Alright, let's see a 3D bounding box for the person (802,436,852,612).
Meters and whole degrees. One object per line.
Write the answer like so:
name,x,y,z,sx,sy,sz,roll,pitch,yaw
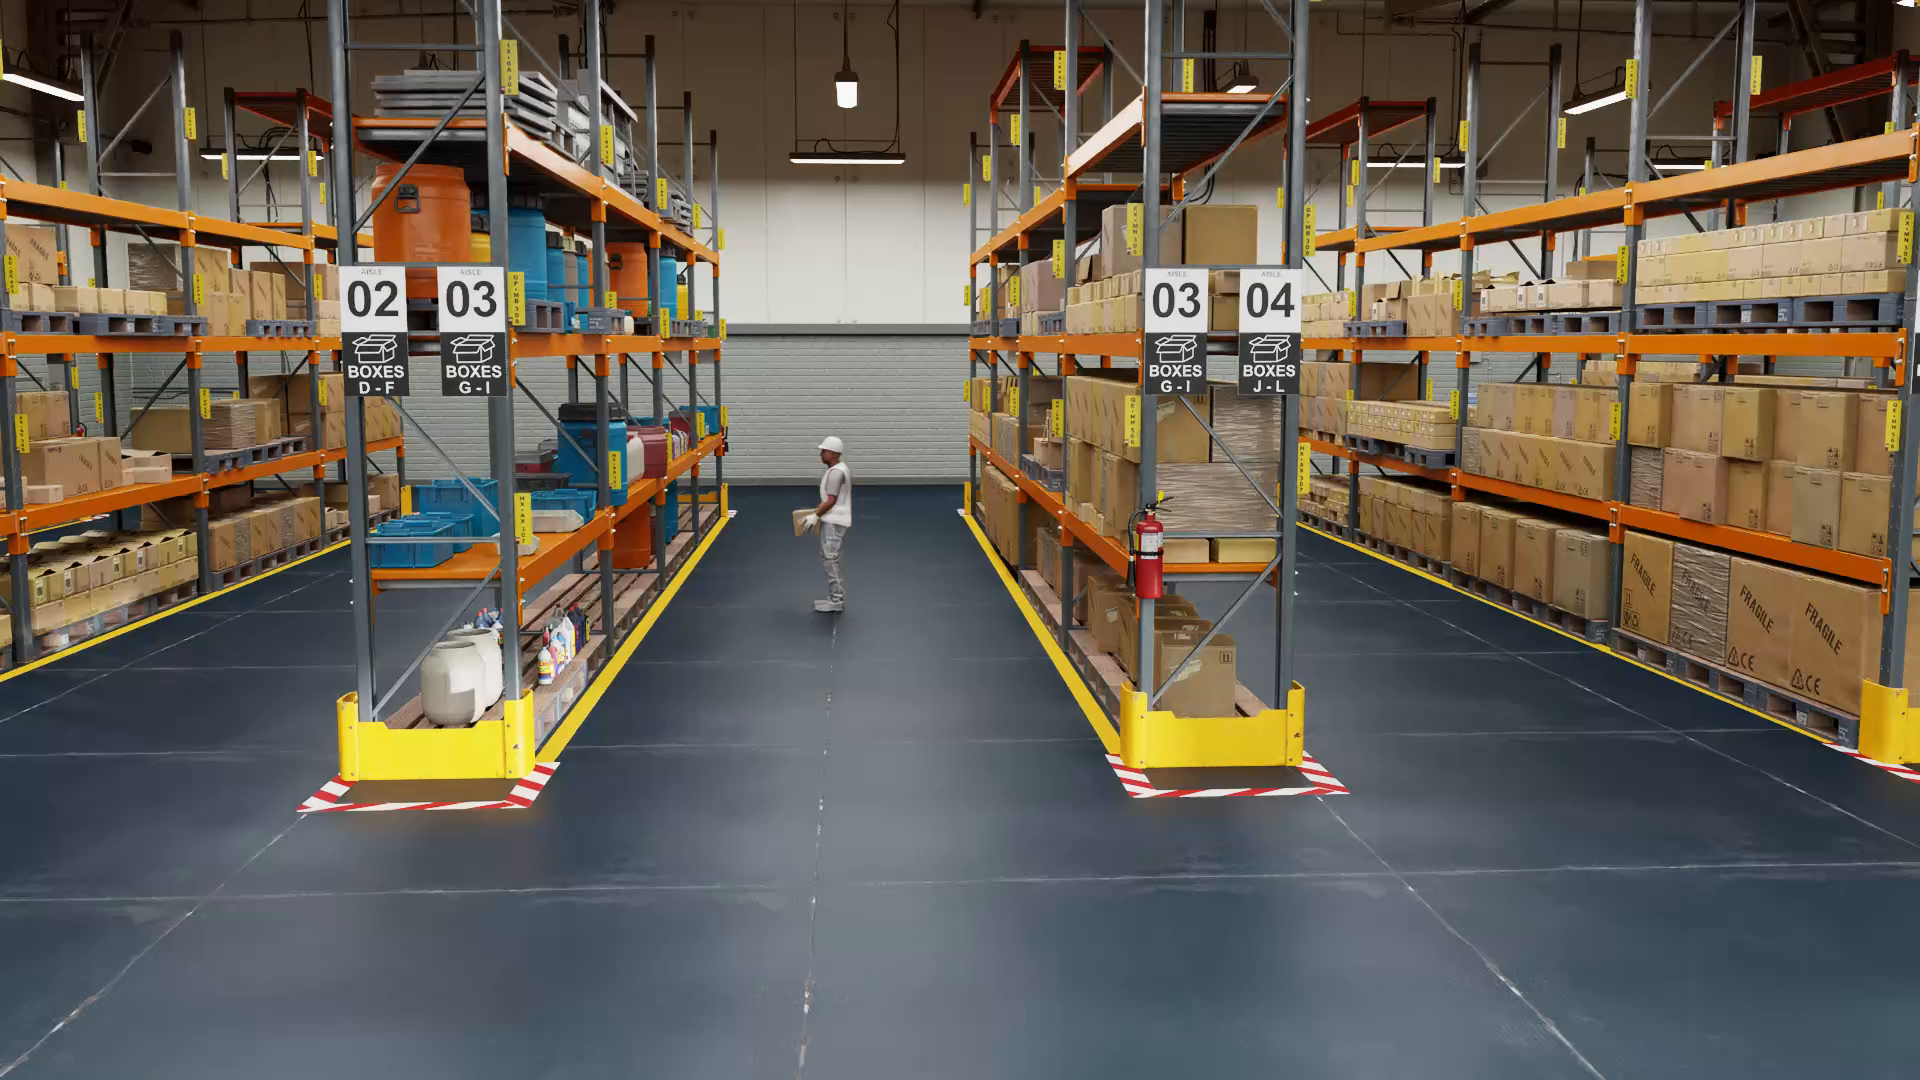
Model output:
person,-1.363,-0.168,17.049,0.509,1.788,0.546,-1,7,-4
